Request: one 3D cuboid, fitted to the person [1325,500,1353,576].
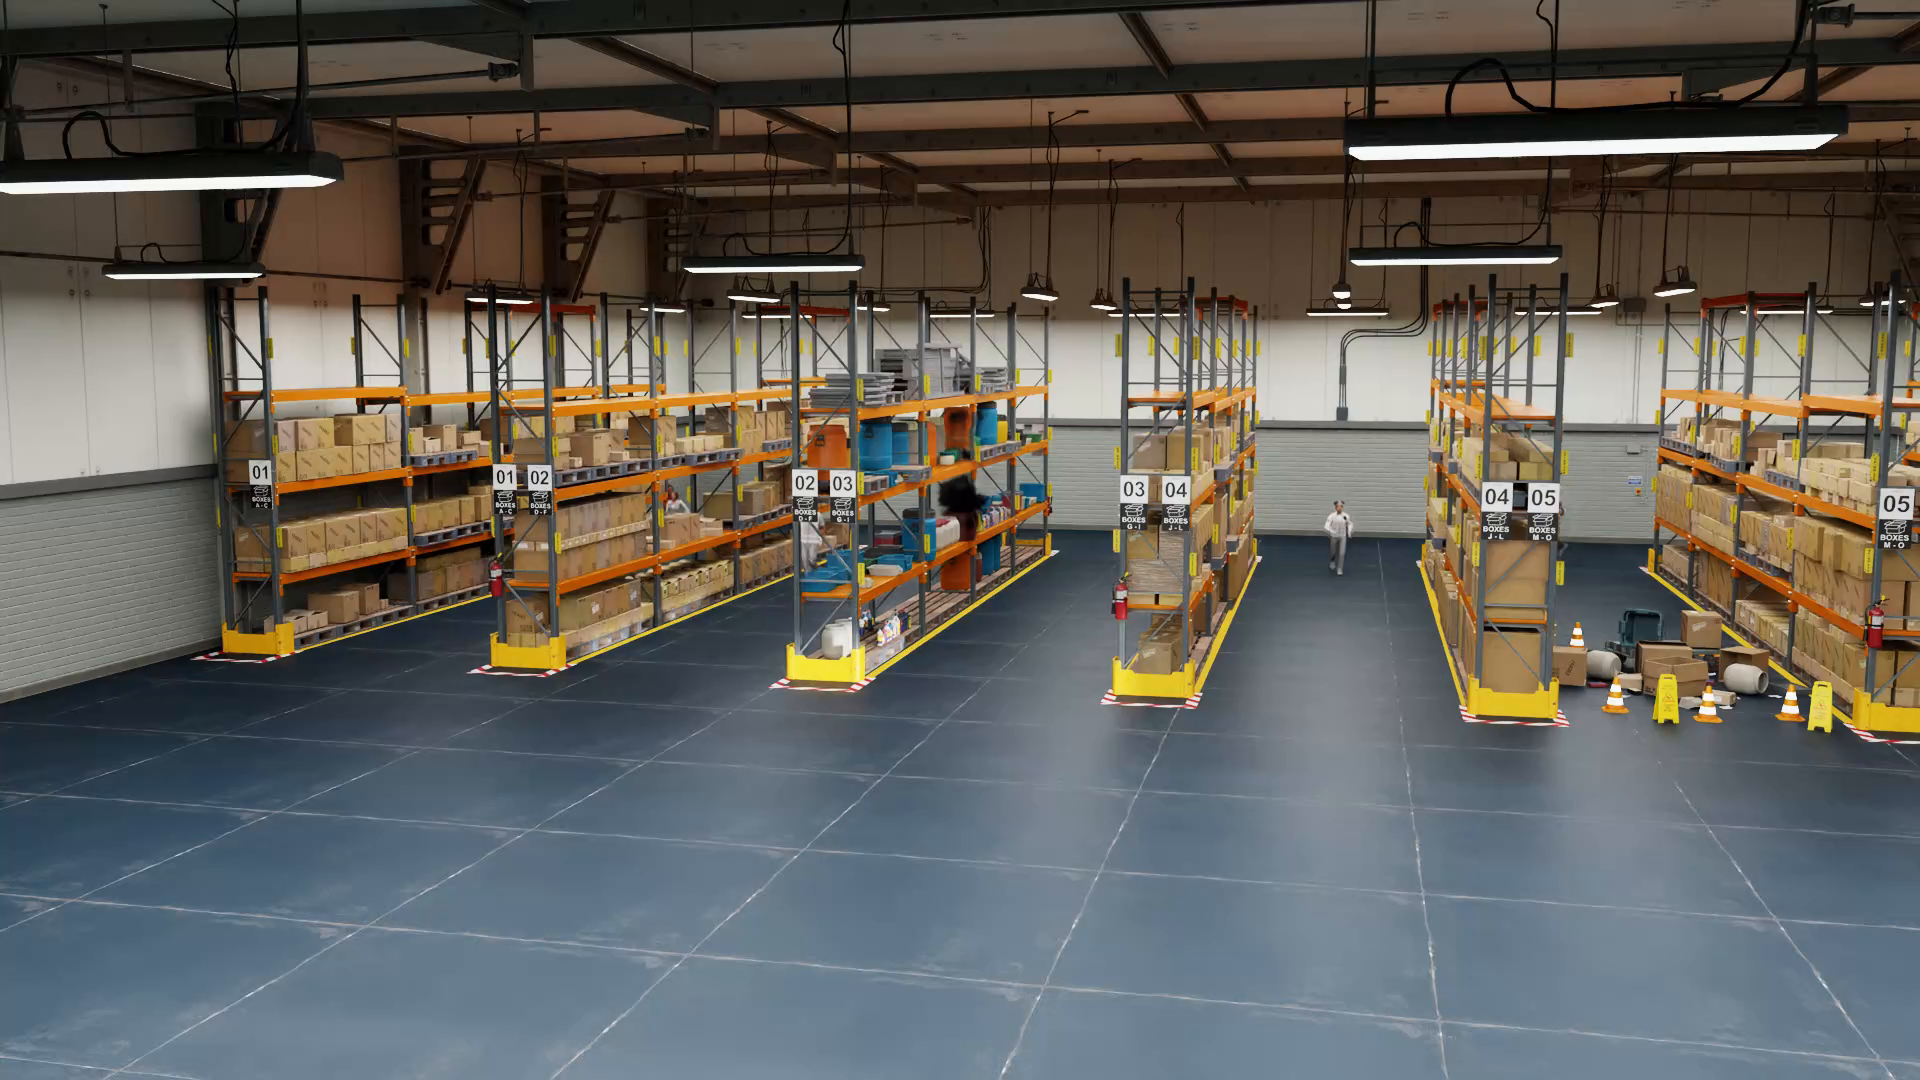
[{"bbox_3d":[8.427,-0.066,36.961,0.625,1.654,0.723,1,7,7],"label":"person"}]

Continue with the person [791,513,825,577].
[{"bbox_3d":[-3.001,0.071,32.859,0.667,1.754,0.583,0,7,-1],"label":"person"}]

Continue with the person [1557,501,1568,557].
[{"bbox_3d":[13.863,-0.343,39.019,0.918,1.764,0.712,0,7,-1],"label":"person"}]

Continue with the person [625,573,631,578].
[{"bbox_3d":[-6.959,0.253,33.950,0.665,1.746,0.603,2,7,18],"label":"person"}]

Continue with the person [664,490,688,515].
[{"bbox_3d":[-6.869,-0.350,40.101,0.508,1.503,0.662,2,7,13],"label":"person"}]
